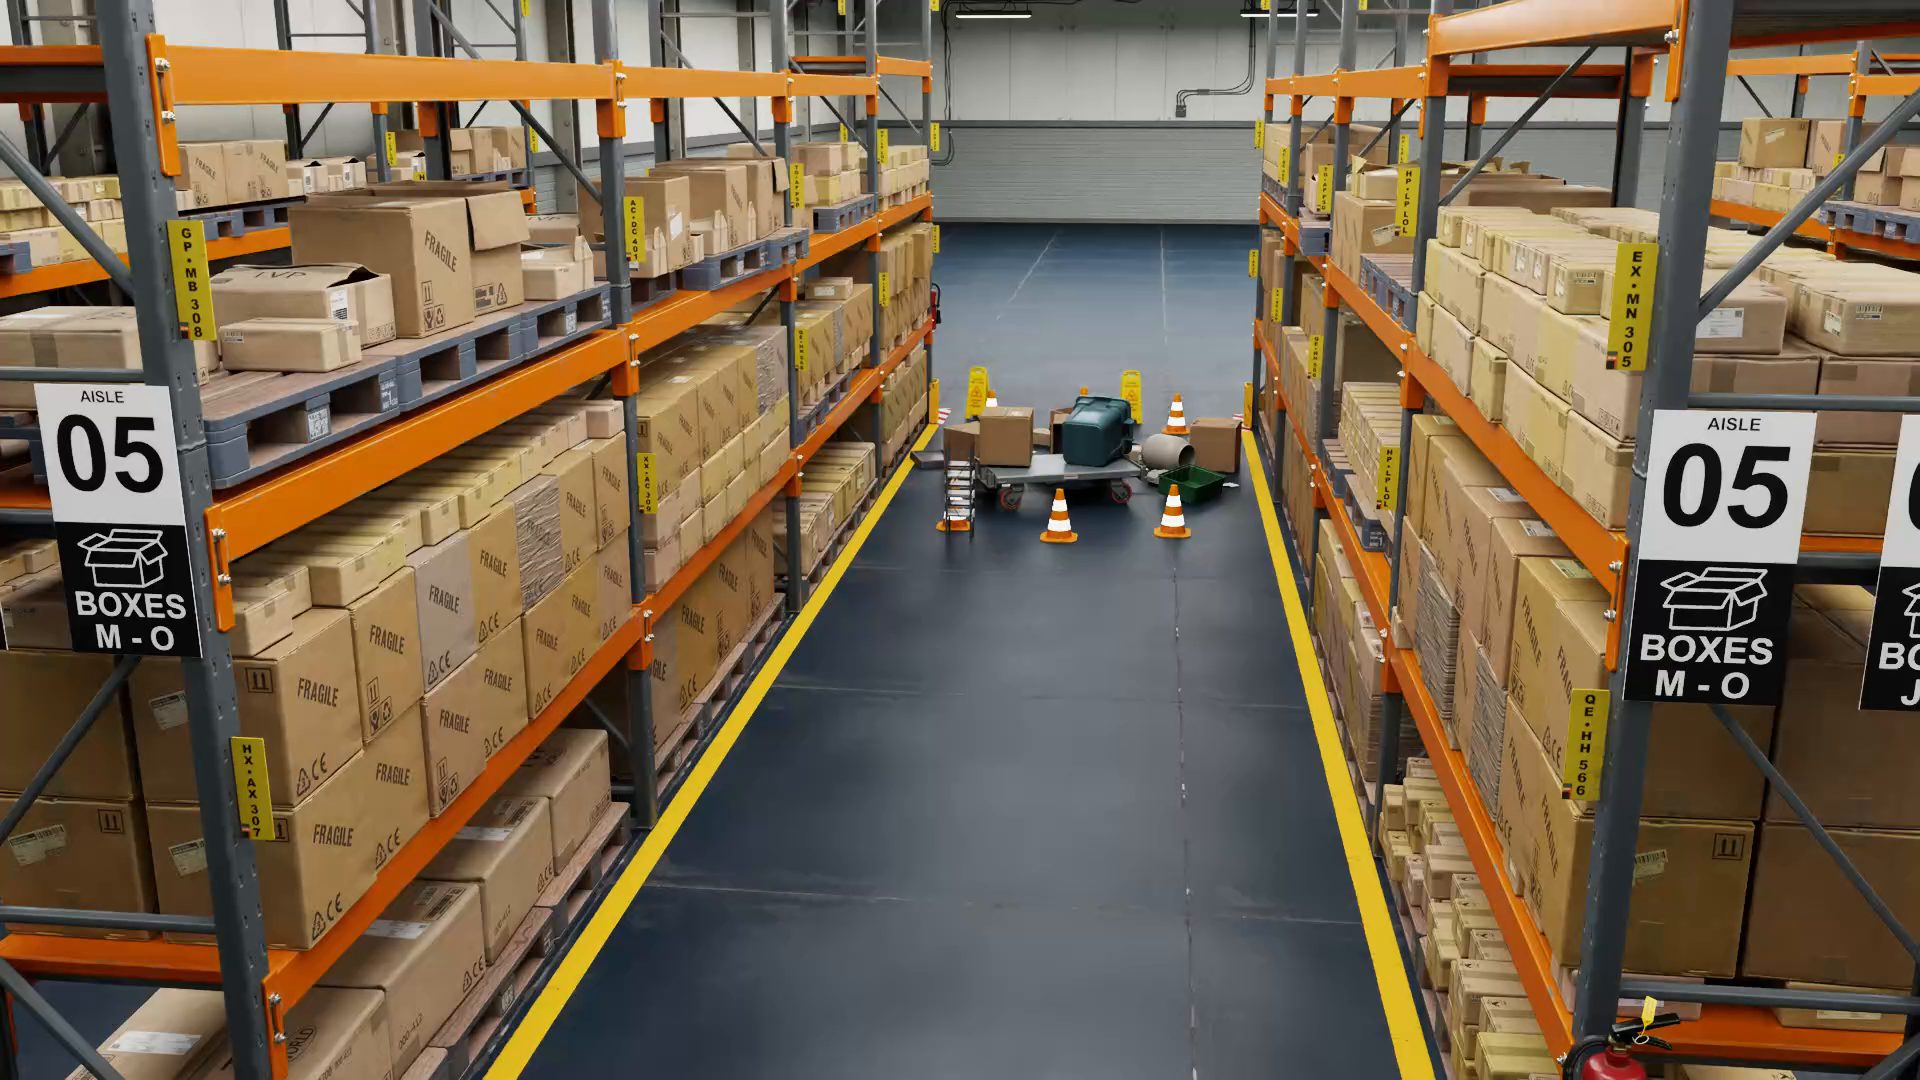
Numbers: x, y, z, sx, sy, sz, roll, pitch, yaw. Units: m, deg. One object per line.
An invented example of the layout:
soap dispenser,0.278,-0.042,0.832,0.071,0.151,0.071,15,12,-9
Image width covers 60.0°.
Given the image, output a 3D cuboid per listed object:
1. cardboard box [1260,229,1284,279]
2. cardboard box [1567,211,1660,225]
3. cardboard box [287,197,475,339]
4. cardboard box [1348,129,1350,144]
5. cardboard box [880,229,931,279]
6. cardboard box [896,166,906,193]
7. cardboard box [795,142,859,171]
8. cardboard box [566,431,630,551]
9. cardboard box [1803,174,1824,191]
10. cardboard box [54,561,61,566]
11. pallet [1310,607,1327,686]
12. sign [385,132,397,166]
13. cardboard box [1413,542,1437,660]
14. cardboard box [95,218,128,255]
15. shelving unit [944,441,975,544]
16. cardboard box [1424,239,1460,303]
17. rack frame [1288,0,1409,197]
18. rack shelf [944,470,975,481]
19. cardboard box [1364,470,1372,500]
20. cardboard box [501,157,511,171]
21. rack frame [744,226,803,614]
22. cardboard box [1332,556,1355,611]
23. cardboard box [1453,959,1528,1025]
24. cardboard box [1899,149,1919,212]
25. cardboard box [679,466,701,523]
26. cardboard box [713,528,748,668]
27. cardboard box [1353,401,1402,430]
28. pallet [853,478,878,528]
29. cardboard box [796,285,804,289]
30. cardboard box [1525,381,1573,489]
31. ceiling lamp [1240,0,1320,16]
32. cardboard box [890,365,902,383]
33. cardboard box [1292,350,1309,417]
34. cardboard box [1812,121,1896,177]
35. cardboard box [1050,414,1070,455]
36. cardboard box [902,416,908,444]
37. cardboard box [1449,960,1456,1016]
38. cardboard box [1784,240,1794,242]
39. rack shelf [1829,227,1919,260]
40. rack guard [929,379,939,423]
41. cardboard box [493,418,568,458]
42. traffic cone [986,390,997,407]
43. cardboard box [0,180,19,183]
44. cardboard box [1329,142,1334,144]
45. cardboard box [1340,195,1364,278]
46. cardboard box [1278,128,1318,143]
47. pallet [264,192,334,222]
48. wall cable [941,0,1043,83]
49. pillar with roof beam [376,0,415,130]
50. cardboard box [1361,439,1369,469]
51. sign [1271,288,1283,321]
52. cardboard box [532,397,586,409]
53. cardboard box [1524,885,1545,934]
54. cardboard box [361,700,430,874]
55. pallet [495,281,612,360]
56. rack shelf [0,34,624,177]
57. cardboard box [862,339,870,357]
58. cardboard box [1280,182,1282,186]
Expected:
cardboard box,3.999,-3.349,19.533,0.875,0.550,0.550,2,15,6
cardboard box,2.942,-1.389,7.461,0.380,0.149,0.250,2,15,8
cardboard box,-2.279,-1.086,6.585,0.500,0.500,0.500,2,15,7
cardboard box,4.092,-4.058,16.721,0.380,0.149,0.250,1,15,5
cardboard box,-0.711,-3.239,18.806,0.700,0.500,0.500,2,15,6
cardboard box,-0.862,-3.821,17.607,0.500,0.250,0.500,2,15,7
cardboard box,-1.241,-3.598,15.589,0.500,0.250,0.500,2,15,8
cardboard box,-1.983,-0.258,8.351,0.500,0.500,0.500,2,15,6
cardboard box,8.358,-3.436,15.987,0.380,0.149,0.250,1,15,3
cardboard box,-6.643,0.345,12.212,0.500,0.500,0.500,2,15,9
pallet,3.087,0.773,11.986,1.003,0.211,1.213,2,15,6
sign,-5.694,-3.914,16.638,0.100,0.325,0.005,2,15,6
cardboard box,2.370,0.320,7.560,0.500,0.500,0.500,2,15,6
cardboard box,-6.502,-2.276,12.460,0.500,0.250,0.500,1,15,4
shelving unit,-0.001,-0.432,15.125,0.258,0.900,0.210,2,15,6
cardboard box,2.433,-1.237,7.662,0.500,0.250,0.500,2,15,8
rack frame,3.628,-4.709,15.425,1.000,3.000,0.127,2,15,6
rack shelf,-0.001,-0.574,15.086,0.258,0.077,0.200,2,15,6
cardboard box,2.747,-0.336,10.421,0.380,0.149,0.250,1,15,4
cardboard box,-5.575,-4.469,19.770,0.380,0.149,0.250,1,15,5
rack frame,-1.753,-0.895,12.814,1.000,3.000,0.127,2,15,6
cardboard box,2.733,0.298,10.950,0.500,0.250,0.500,2,15,7
cardboard box,2.138,1.770,6.475,0.380,0.149,0.250,2,15,8
cardboard box,8.288,-2.978,13.767,0.797,0.503,0.637,2,15,9
cardboard box,-1.844,-0.268,9.826,0.500,0.250,0.500,2,15,7
cardboard box,-2.018,0.336,11.528,0.875,0.875,0.875,2,15,7
cardboard box,2.842,-0.828,11.103,0.380,0.149,0.250,1,15,4
pallet,-1.388,-0.385,16.268,1.003,0.211,1.213,2,15,6
cardboard box,-1.640,-2.214,16.125,0.500,0.500,0.500,2,15,8
cardboard box,2.113,-0.335,5.282,0.500,0.250,0.500,2,15,6
ceiling lamp,8.254,-15.096,42.656,2.000,3.185,0.800,2,15,6
cardboard box,-0.837,-1.792,17.915,0.380,0.149,0.250,2,15,8
cardboard box,3.129,-1.341,14.270,0.500,0.500,0.500,2,15,7
cardboard box,8.342,-3.646,15.522,0.500,0.500,0.500,1,15,5
cardboard box,1.370,-1.058,17.937,0.797,0.637,0.503,2,15,6
cardboard box,-0.861,-1.229,18.514,0.500,0.250,0.500,1,15,6
cardboard box,2.200,1.848,6.755,0.380,0.149,0.250,2,15,9
cardboard box,8.545,-2.959,17.769,0.500,0.500,0.500,2,15,6
rack shelf,8.319,-2.223,13.355,1.077,0.370,4.000,2,15,6
rack guard,-0.859,-1.744,20.741,1.175,0.500,0.348,2,15,6
cardboard box,-2.098,-0.483,7.940,0.380,0.149,0.250,2,15,6
traffic cone,0.383,-1.596,20.265,0.336,0.463,0.334,2,15,6
cardboard box,-7.086,-2.536,12.089,0.380,0.149,0.250,2,15,6
cardboard box,4.073,-3.964,17.136,0.500,0.250,0.500,2,15,6
cardboard box,2.799,-2.002,10.968,0.500,0.500,0.500,2,15,6
cardboard box,3.466,-4.143,17.035,0.380,0.149,0.250,2,15,6
pallet,-6.321,-3.204,15.974,0.805,0.209,1.217,1,15,4
wall cable,0.963,-15.222,50.580,3.097,2.526,0.112,2,15,6
pillar with roof beam,-2.479,-5.730,19.203,9.100,9.000,0.400,2,15,6
cardboard box,2.779,-0.547,10.634,0.380,0.149,0.250,2,15,6
sign,3.076,-2.285,16.144,0.100,0.325,0.005,2,15,6
cardboard box,-2.404,-0.512,9.289,0.500,0.500,0.500,2,15,8
cardboard box,2.109,1.199,5.551,0.380,0.149,0.250,2,15,6
cardboard box,-2.287,0.883,6.045,0.500,0.500,0.500,1,15,5
pallet,-2.307,-1.051,7.814,1.003,0.211,1.213,2,15,6
rack shelf,-2.430,-1.695,6.422,1.077,0.370,4.000,2,15,6
cardboard box,-1.086,-1.872,16.105,0.380,0.149,0.250,2,15,7
cardboard box,3.407,-3.627,16.656,0.380,0.149,0.250,2,15,7
